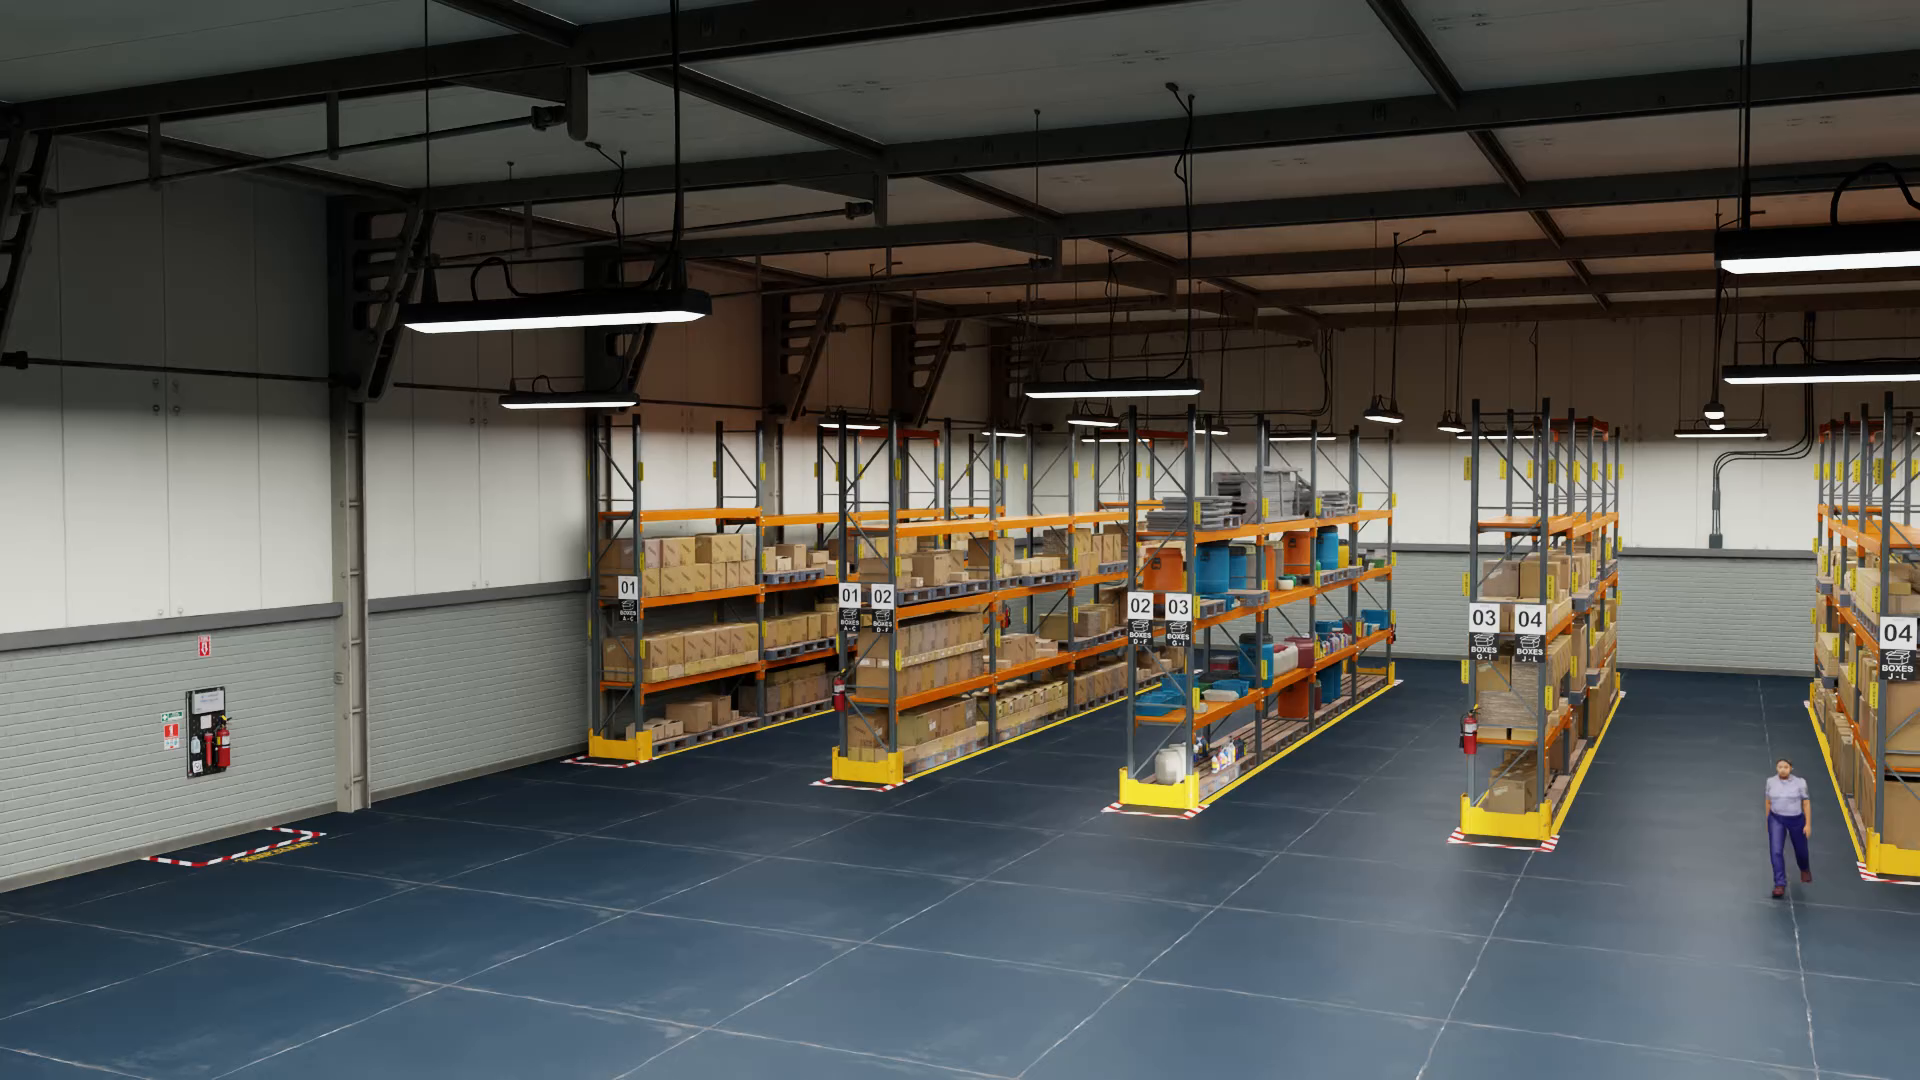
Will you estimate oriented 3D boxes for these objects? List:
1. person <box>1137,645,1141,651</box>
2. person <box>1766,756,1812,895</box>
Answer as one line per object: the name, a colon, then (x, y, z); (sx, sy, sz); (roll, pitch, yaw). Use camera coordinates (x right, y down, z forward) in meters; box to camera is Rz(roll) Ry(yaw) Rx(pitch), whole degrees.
person: (4.518, 2.454, 42.763); (0.753, 1.568, 0.498); (-1, 3, -21)
person: (9.900, 3.380, 19.866); (0.504, 1.595, 0.912); (2, 3, 33)
